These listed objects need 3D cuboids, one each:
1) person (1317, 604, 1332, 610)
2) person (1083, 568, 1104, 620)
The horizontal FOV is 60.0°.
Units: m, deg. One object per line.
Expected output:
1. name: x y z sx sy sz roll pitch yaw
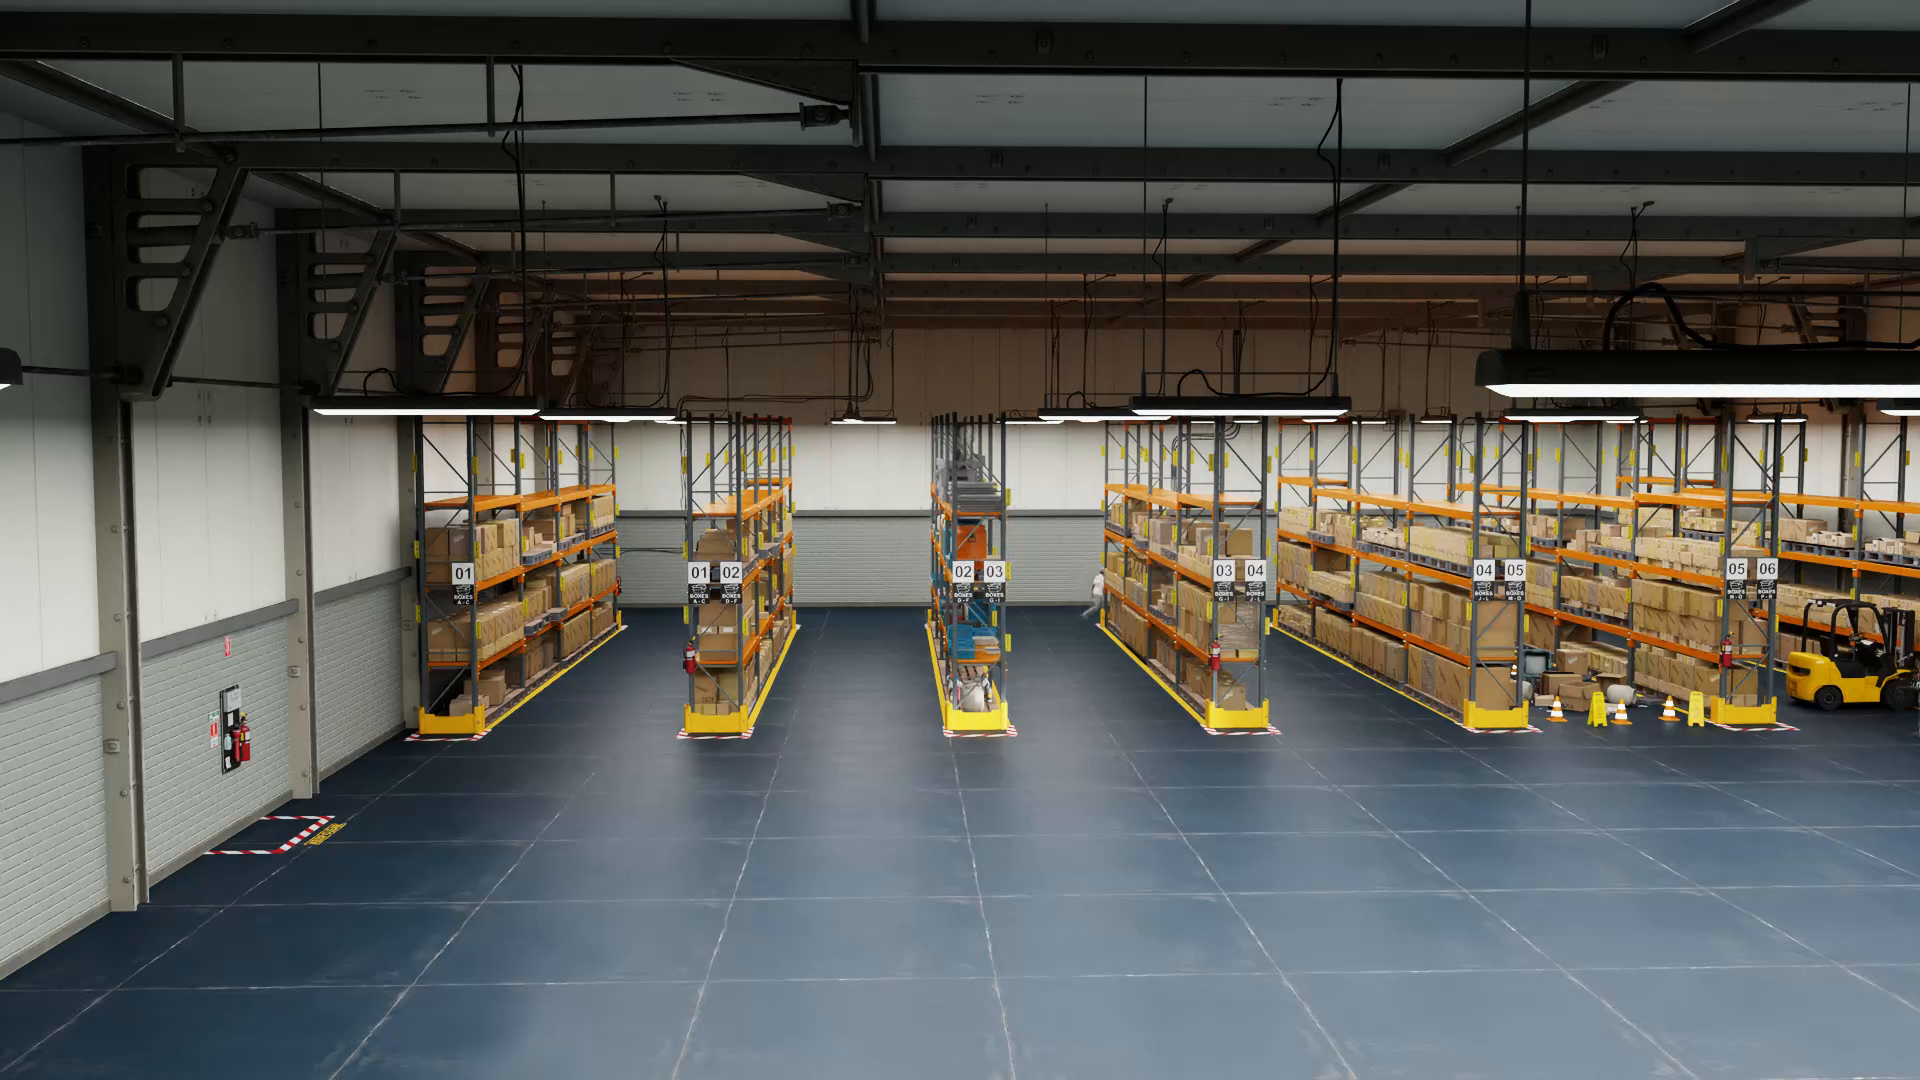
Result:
1. person: 10.687 1.651 48.406 0.609 1.583 0.604 3 5 38
2. person: 4.024 1.598 48.708 1.002 1.571 0.466 -1 4 -16
